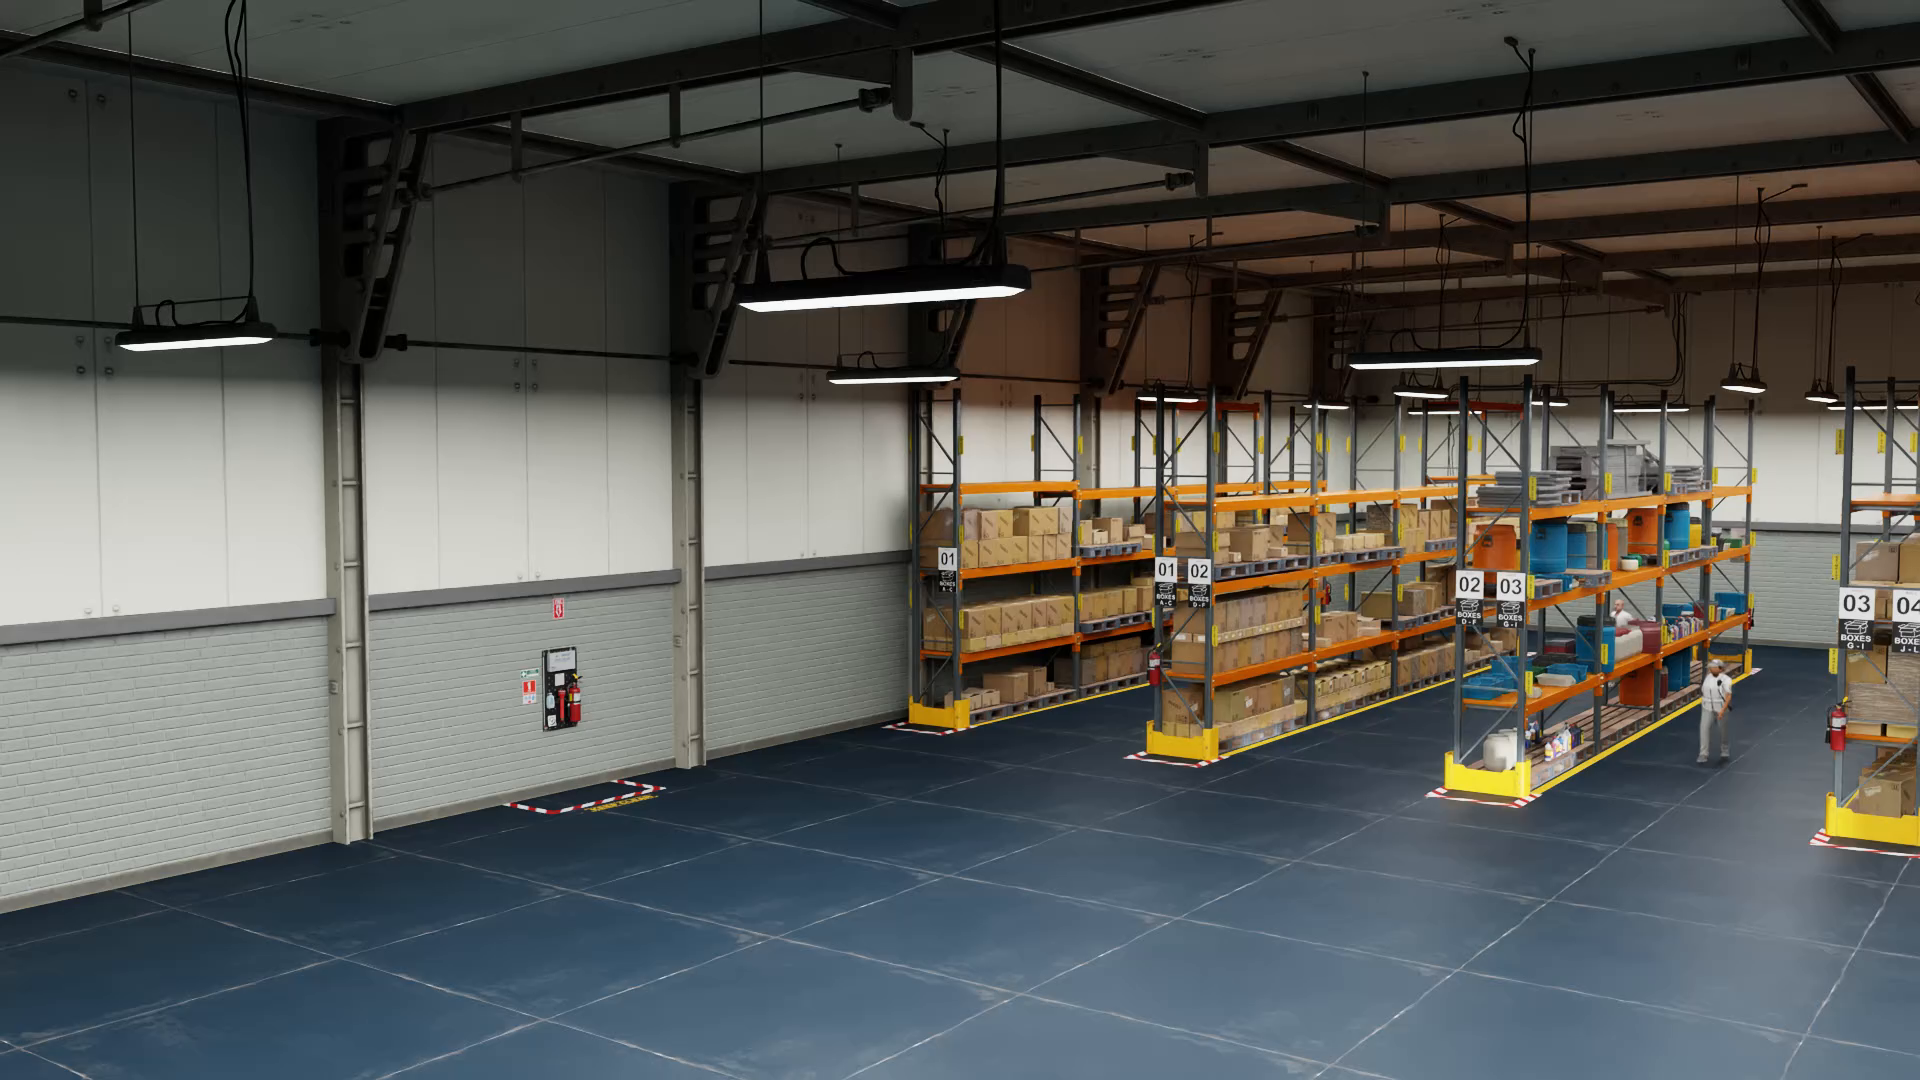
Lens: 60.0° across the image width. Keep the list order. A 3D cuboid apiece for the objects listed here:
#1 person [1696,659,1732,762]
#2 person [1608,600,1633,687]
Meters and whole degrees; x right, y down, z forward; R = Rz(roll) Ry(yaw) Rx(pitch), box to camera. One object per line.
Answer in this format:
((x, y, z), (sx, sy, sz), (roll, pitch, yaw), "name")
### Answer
((11.929, 2.679, 26.229), (0.463, 1.603, 1.020), (2, 4, 37), "person")
((13.736, 2.136, 34.813), (0.962, 1.776, 0.621), (-1, 4, -25), "person")
